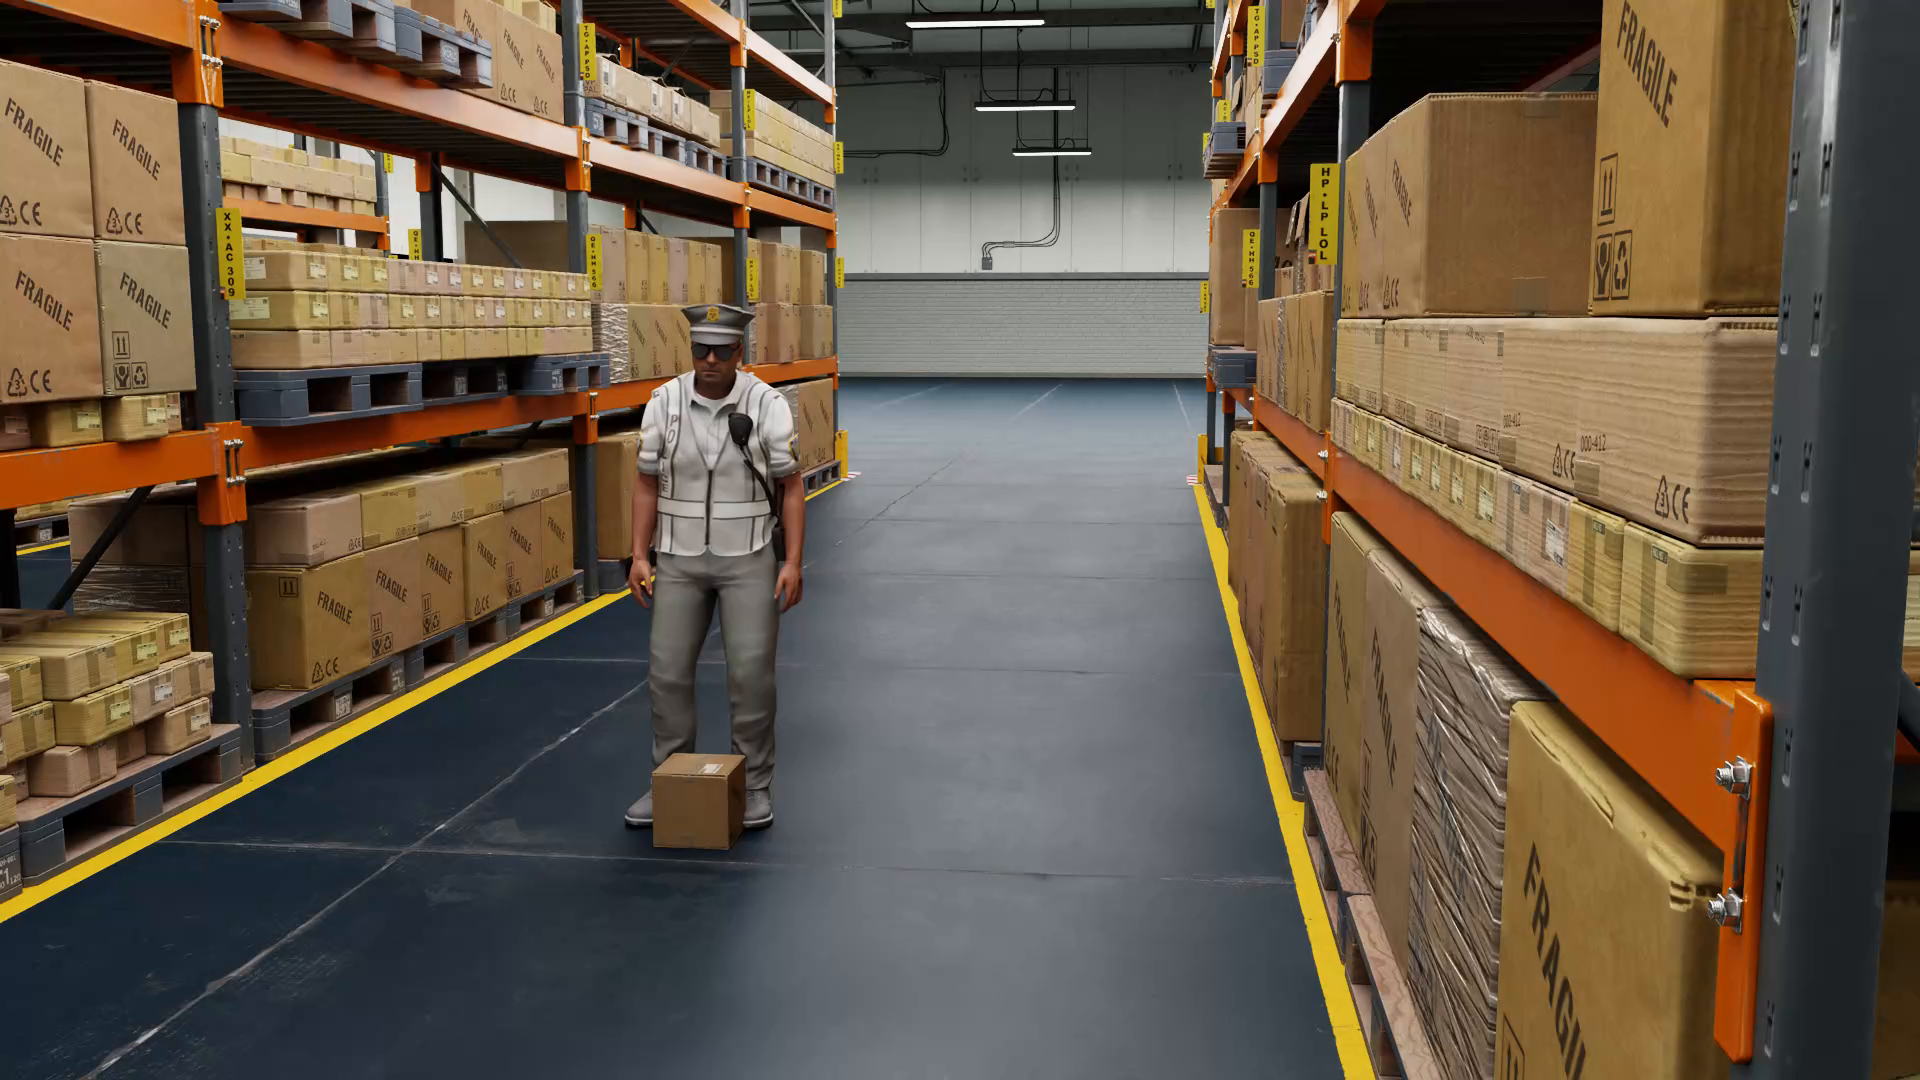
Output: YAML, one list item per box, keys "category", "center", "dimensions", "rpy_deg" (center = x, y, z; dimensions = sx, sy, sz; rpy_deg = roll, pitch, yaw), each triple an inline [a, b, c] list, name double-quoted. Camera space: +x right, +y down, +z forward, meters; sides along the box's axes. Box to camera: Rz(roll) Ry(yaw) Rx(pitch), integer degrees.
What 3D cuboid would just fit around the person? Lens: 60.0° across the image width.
- category: "person"
  center: [-0.828, 0.079, 5.658]
  dimensions: [0.606, 1.748, 0.435]
  rpy_deg: [0, 8, 3]
